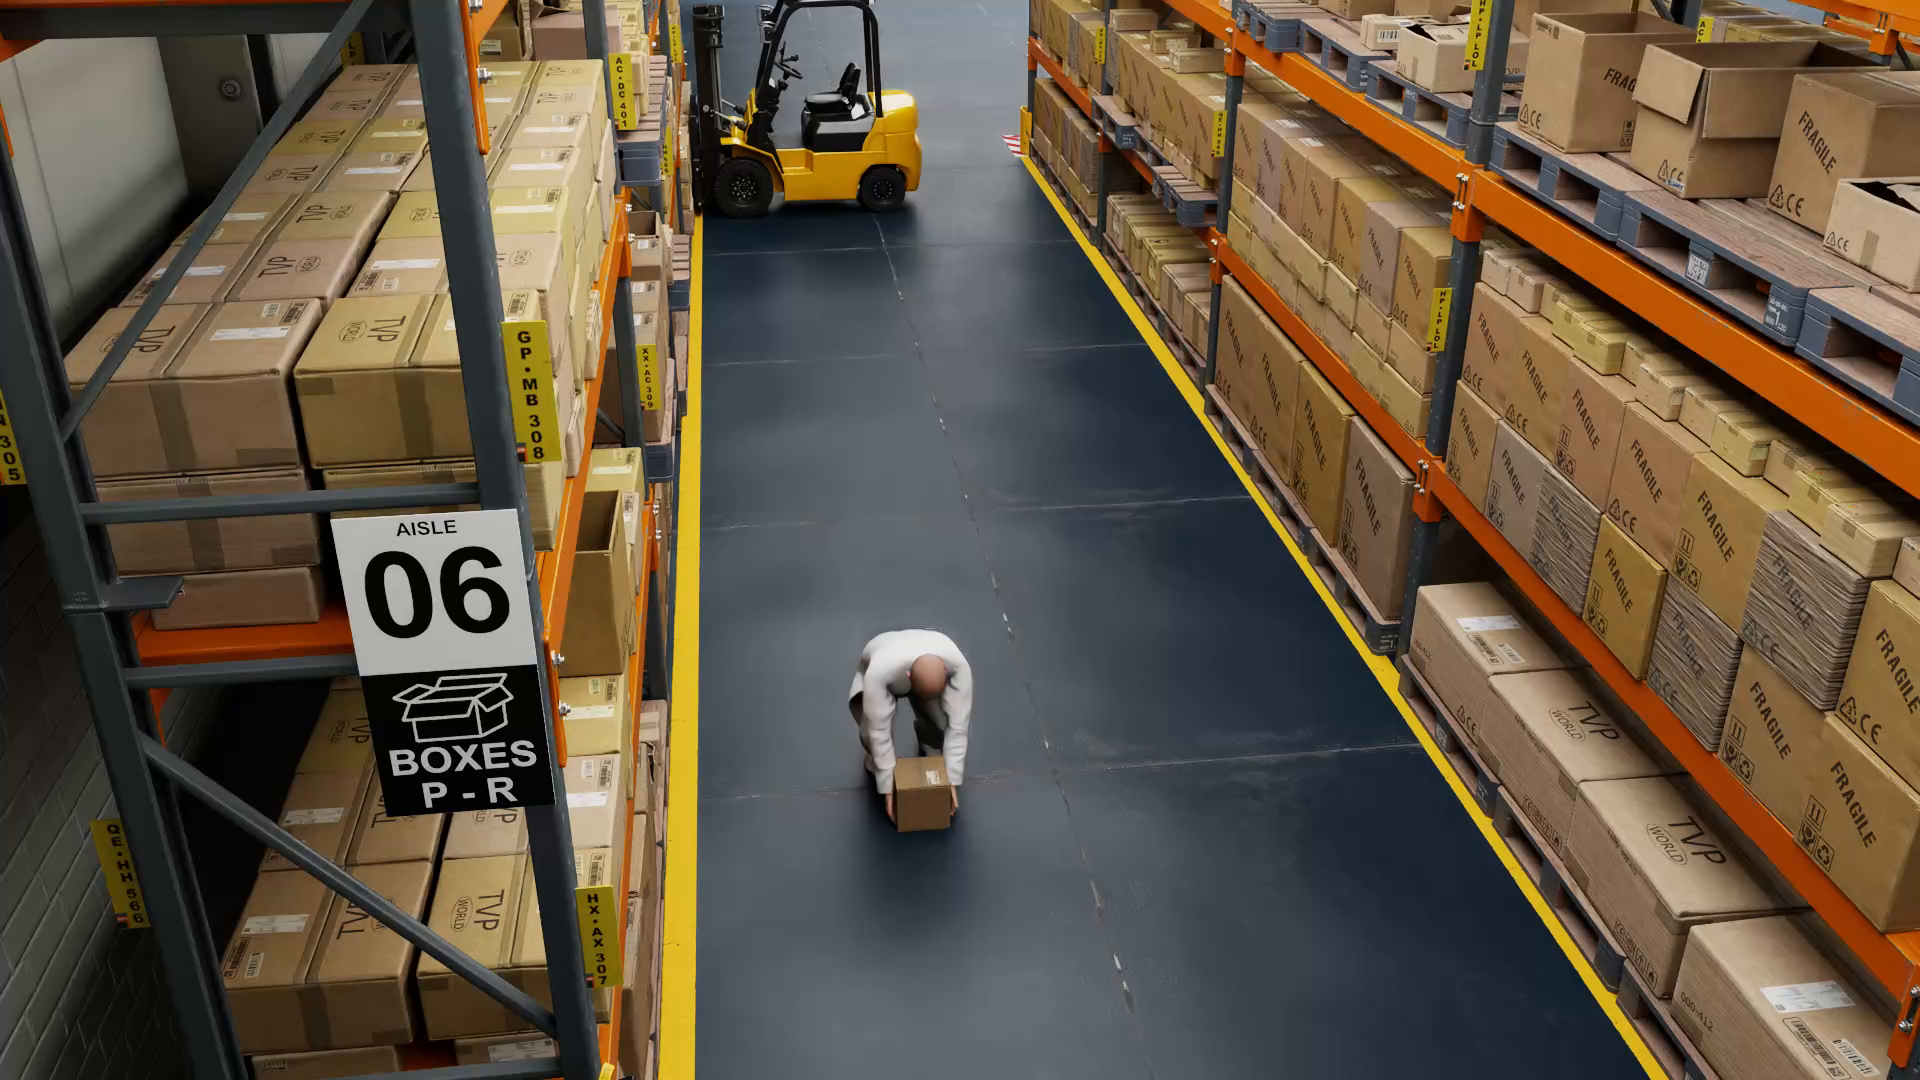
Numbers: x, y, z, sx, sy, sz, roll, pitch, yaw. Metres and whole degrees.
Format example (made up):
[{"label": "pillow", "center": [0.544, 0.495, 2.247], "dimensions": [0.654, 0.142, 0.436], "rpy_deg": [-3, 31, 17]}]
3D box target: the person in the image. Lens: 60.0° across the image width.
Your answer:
[{"label": "person", "center": [-0.247, 0.808, 8.125], "dimensions": [0.597, 0.856, 0.906], "rpy_deg": [-4, 27, -7]}]
